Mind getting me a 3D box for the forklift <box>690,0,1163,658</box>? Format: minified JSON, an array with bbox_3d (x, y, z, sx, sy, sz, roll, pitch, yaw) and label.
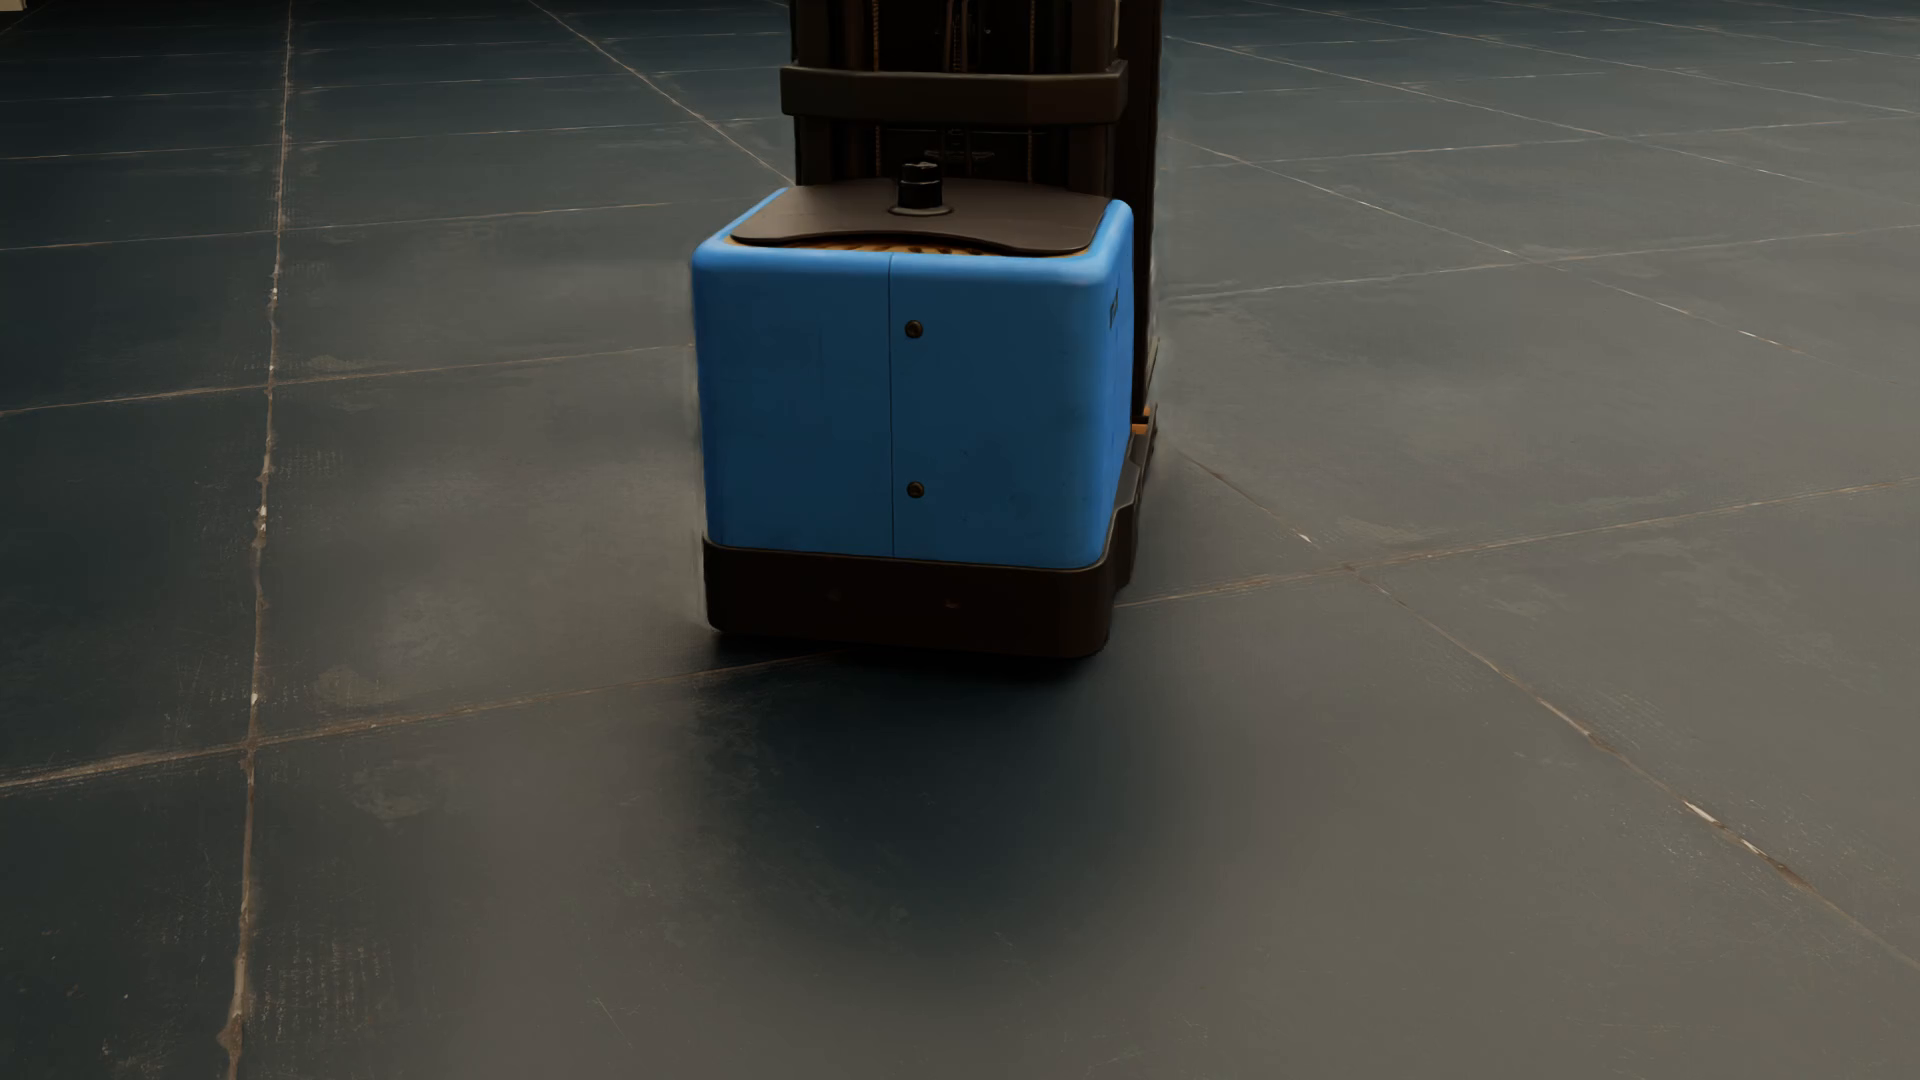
[{"bbox_3d":[0.086,-1.592,5.085,1.130,2.935,3.031,4,23,9],"label":"forklift"}]
